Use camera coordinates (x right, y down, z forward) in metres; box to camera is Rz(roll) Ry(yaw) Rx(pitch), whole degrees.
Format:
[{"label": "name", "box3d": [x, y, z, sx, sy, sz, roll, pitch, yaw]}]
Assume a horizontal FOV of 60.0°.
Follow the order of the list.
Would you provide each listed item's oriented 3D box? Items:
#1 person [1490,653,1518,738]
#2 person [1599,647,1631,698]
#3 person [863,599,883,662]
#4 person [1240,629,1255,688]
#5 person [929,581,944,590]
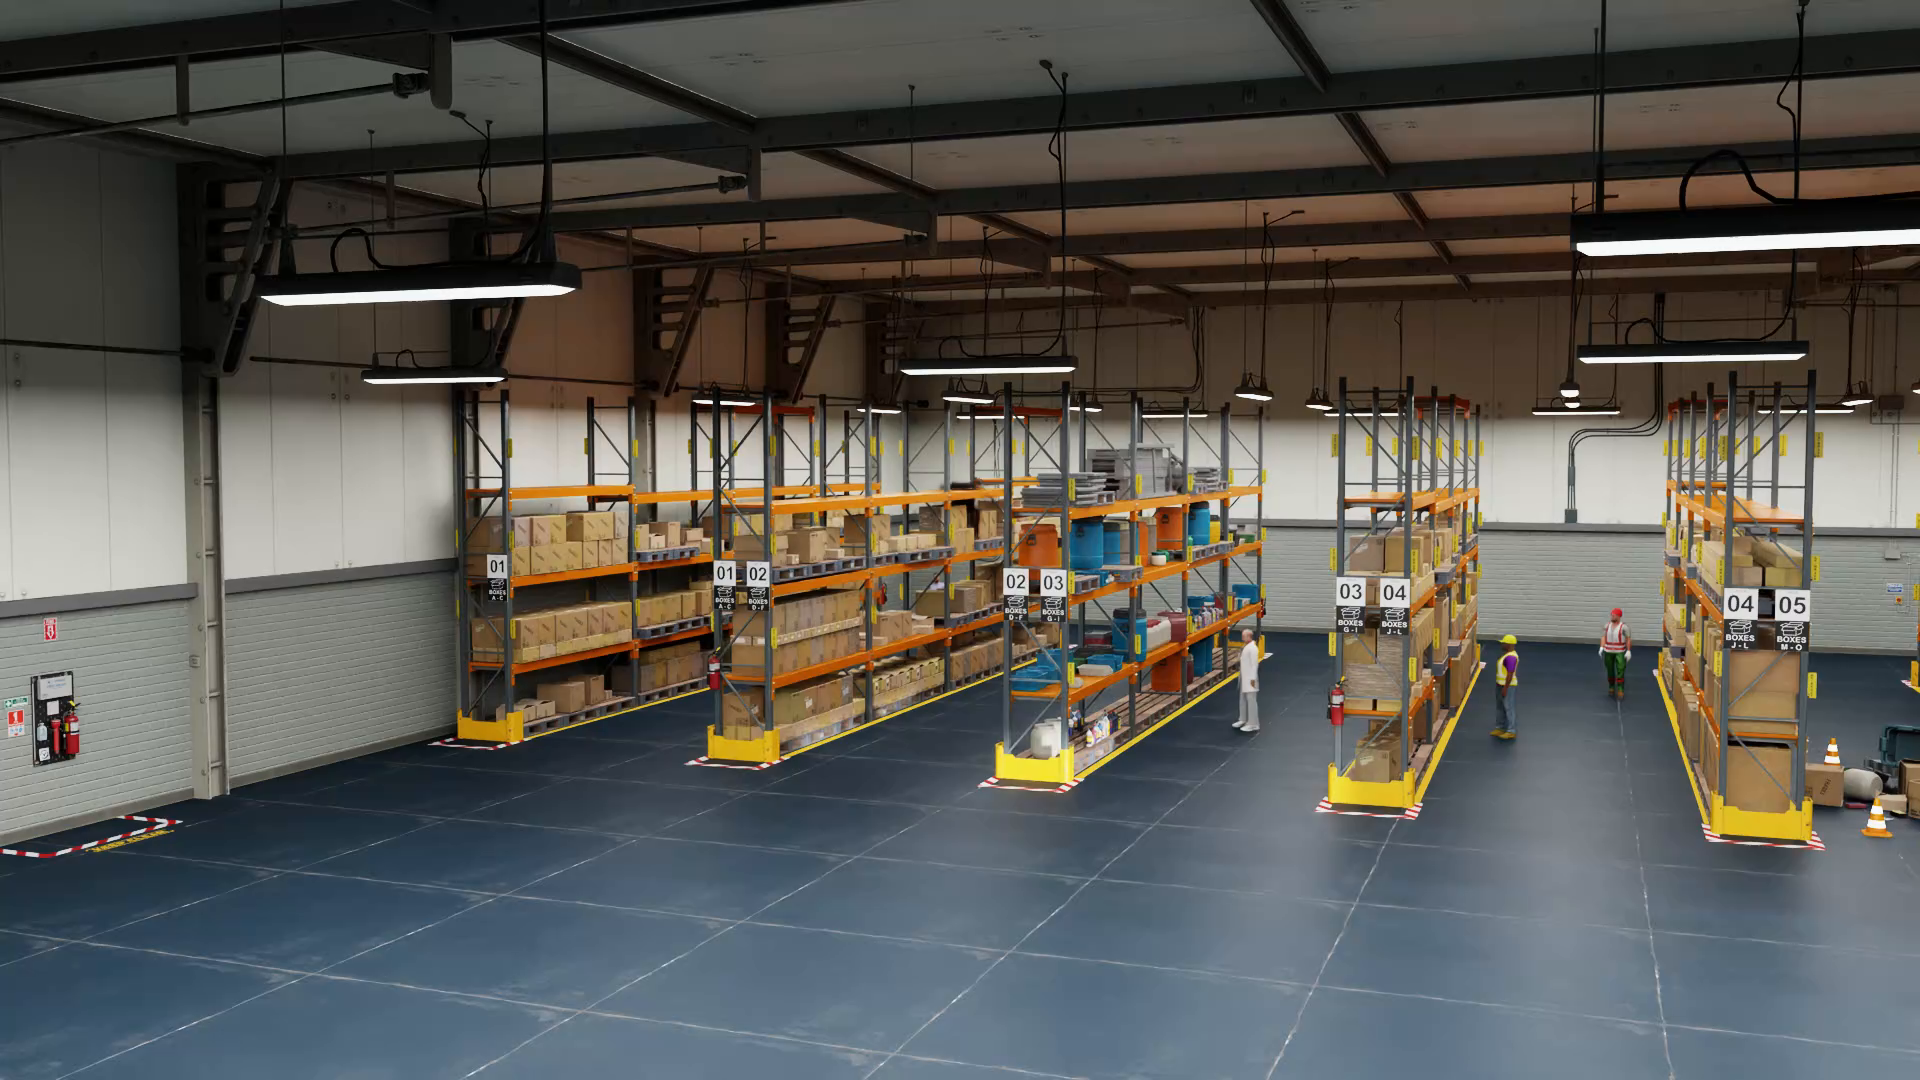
[{"label": "person", "box3d": [9.459, 2.667, 28.824, 0.477, 1.479, 0.487, 0, 3, -5]}, {"label": "person", "box3d": [13.161, 2.643, 33.439, 0.599, 0.954, 0.946, 2, 3, 26]}, {"label": "person", "box3d": [-1.913, 2.076, 36.840, 0.520, 1.583, 0.394, -2, 4, -35]}, {"label": "person", "box3d": [5.139, 2.115, 29.623, 0.320, 1.058, 0.607, 0, 3, -9]}, {"label": "person", "box3d": [-0.624, 1.803, 45.135, 0.474, 1.406, 0.869, 0, 3, 7]}]
